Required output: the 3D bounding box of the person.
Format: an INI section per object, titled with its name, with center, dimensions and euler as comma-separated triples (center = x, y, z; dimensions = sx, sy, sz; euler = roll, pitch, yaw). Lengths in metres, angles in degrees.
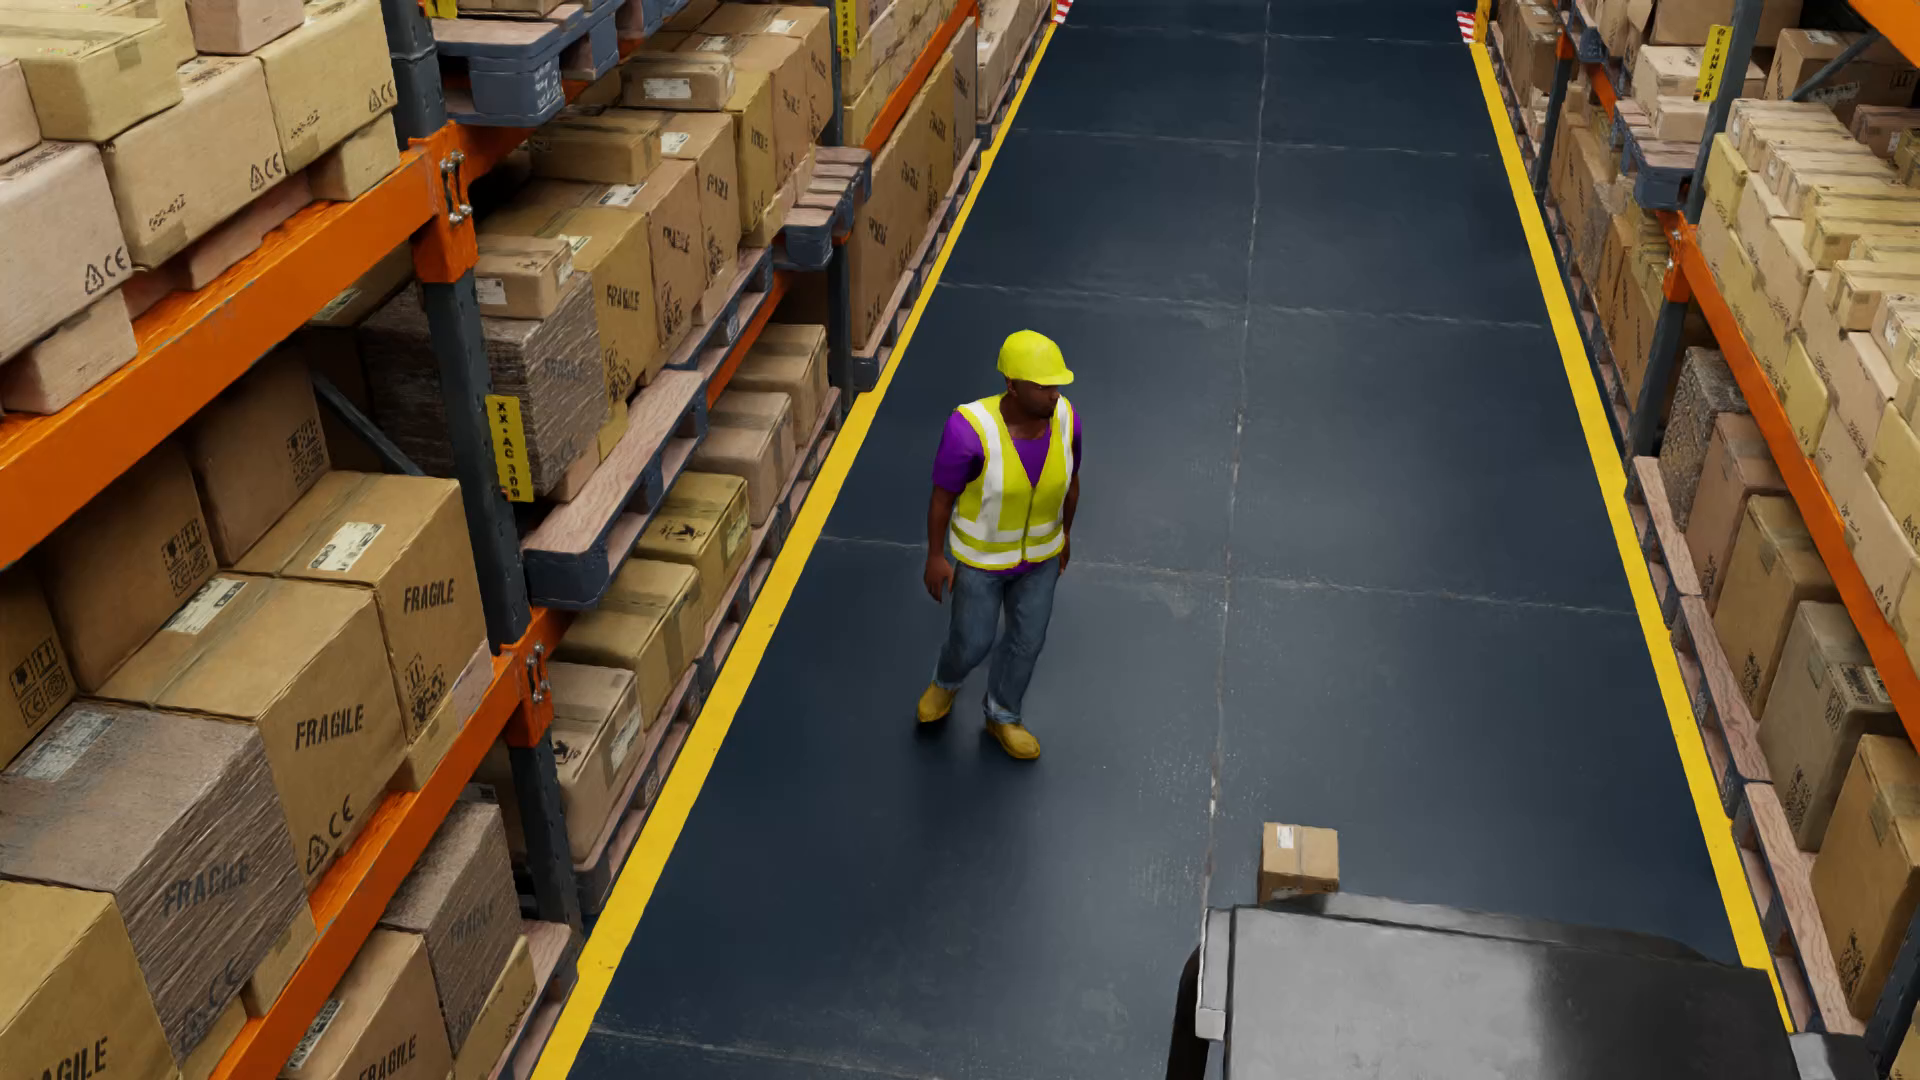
[person]
center = 0.143, 0.008, 6.108
dimensions = 0.614, 1.754, 0.568
euler = -13, 34, -19
